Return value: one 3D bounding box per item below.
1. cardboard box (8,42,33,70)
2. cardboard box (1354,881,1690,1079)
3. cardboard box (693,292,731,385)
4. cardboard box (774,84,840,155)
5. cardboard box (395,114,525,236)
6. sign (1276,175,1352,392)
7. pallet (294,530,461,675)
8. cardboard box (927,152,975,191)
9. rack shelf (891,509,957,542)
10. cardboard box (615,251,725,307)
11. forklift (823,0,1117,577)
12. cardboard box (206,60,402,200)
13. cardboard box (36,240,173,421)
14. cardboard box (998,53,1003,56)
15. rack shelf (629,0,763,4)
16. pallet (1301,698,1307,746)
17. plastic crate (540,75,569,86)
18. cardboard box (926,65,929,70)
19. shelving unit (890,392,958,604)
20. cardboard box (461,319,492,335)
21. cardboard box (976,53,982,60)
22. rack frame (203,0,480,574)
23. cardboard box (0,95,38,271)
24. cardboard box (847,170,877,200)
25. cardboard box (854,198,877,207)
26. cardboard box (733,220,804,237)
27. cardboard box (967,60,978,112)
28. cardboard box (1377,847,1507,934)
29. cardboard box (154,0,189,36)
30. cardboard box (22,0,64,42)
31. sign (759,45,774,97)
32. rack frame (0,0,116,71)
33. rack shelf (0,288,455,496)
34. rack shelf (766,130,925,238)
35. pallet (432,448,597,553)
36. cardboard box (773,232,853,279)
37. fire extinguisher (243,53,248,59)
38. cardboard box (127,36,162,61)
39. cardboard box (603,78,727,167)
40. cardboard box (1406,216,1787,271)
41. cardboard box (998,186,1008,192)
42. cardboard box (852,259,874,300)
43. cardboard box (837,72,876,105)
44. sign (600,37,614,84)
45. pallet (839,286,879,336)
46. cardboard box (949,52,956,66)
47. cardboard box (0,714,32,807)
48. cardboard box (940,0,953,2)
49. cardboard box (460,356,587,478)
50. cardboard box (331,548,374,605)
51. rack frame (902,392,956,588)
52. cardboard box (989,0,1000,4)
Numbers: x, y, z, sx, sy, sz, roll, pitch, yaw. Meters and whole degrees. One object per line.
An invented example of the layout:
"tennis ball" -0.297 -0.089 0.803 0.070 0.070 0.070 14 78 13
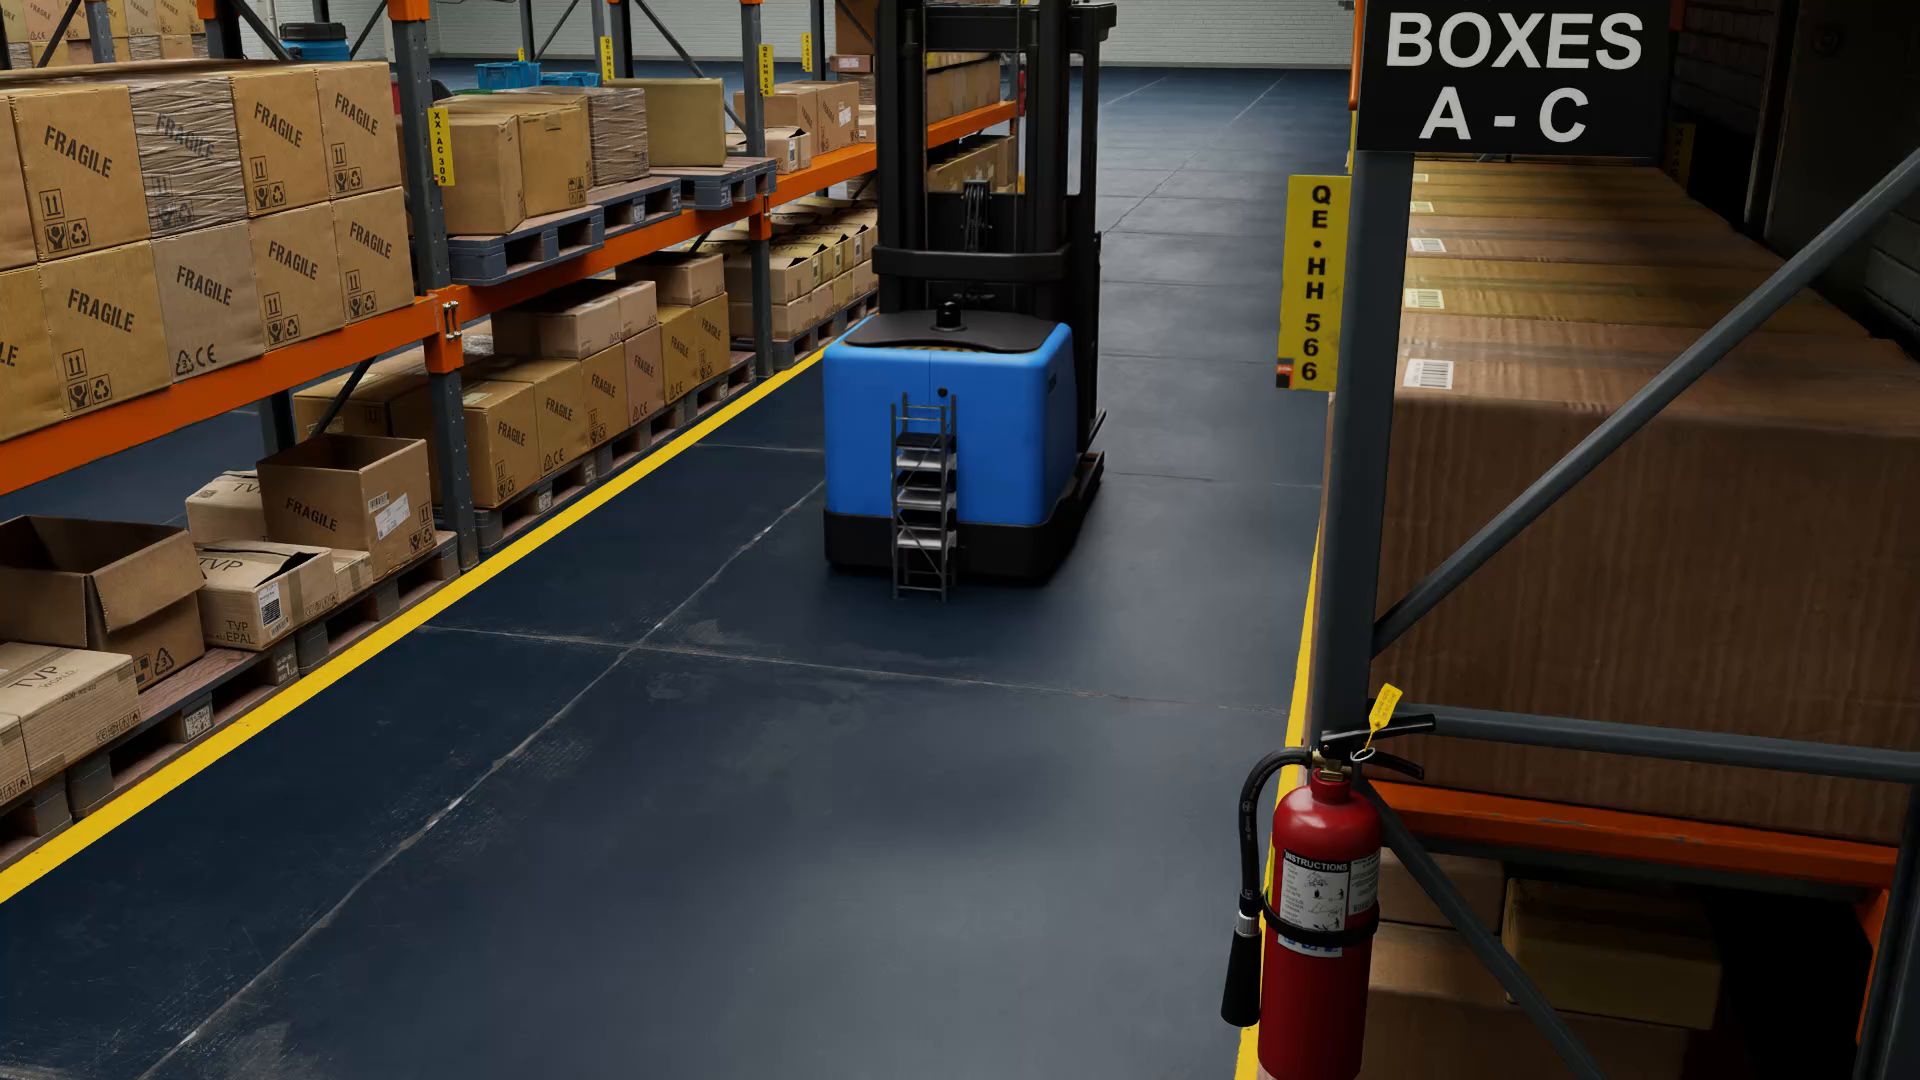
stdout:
"cardboard box" -10.246 -4.938 17.388 0.875 0.500 0.500 5 19 13
"cardboard box" 1.136 1.078 3.608 0.700 0.500 0.500 5 19 13
"cardboard box" -1.789 -1.290 10.510 0.500 0.500 0.500 5 20 16
"cardboard box" -1.265 -3.316 13.100 0.500 0.500 0.500 5 19 13
"cardboard box" -2.433 -1.699 7.718 0.700 0.500 0.500 -2 19 -5
"sign" 0.539 -0.386 2.519 0.100 0.325 0.005 5 19 13
"pallet" -2.934 0.212 7.240 1.003 0.211 1.213 5 19 13
"cardboard box" -0.150 -3.516 16.286 0.500 0.500 0.500 5 19 13
"rack shelf" -0.158 -0.069 7.378 0.258 0.077 0.200 4 19 11
"cardboard box" -1.799 -1.627 10.336 0.500 0.250 0.500 5 20 15
"forklift" 0.179 -1.660 8.512 1.130 2.935 3.031 4 19 11
"cardboard box" -2.638 -1.664 6.717 0.500 0.500 0.500 5 19 14
"cardboard box" -3.009 -0.710 5.471 0.500 0.500 0.500 5 19 14
"cardboard box" 0.258 -5.303 17.915 0.380 0.149 0.250 4 19 12
"rack shelf" -1.300 -4.282 12.556 1.077 0.370 4.000 5 19 13
"pallet" 1.777 0.619 6.048 1.003 0.211 1.213 5 19 13
"plastic crate" -4.632 -5.022 18.480 0.499 0.251 0.408 5 19 13
"cardboard box" -0.496 -4.332 15.071 0.380 0.149 0.250 5 19 14
"shelving unit" -0.158 -0.185 7.338 0.258 0.900 0.210 4 19 11
"cardboard box" -2.549 -0.996 9.650 0.500 0.500 0.500 4 19 12
"cardboard box" 0.006 -4.980 16.968 0.380 0.149 0.250 5 20 15
"rack frame" -2.765 -1.323 7.419 1.000 3.000 0.127 5 19 13
"cardboard box" -3.131 -1.028 4.856 0.500 0.500 0.500 5 19 14
"cardboard box" -0.776 -3.401 15.948 0.500 0.500 0.500 5 19 13
"cardboard box" -0.632 -2.843 14.608 0.500 0.311 0.500 5 19 13
"cardboard box" -1.528 -2.401 13.313 0.500 0.311 0.500 5 20 15
"cardboard box" -0.211 -4.666 17.052 0.700 0.500 0.500 5 19 14
"cardboard box" 0.990 0.716 3.663 0.380 0.149 0.250 4 19 13
"cardboard box" -9.450 -6.179 19.477 0.500 0.500 0.500 5 19 13
"cardboard box" -9.939 -5.553 17.641 0.500 0.500 0.500 5 19 13
"sign" -1.260 -3.047 10.798 0.100 0.325 0.005 5 19 13
"rack frame" -6.591 -2.969 12.238 1.000 3.000 0.127 5 19 13
"rack shelf" -3.254 -0.355 5.700 1.077 0.370 4.000 5 19 13
"rack shelf" -1.300 -2.863 13.041 1.077 0.370 4.000 5 19 13
"pallet" -2.603 -0.261 8.625 1.003 0.211 1.213 5 19 13
"cardboard box" -1.128 -2.205 12.740 0.500 0.311 0.500 4 19 12
"fire extinguisher" -8.964 -5.830 20.736 0.296 0.674 0.183 5 19 13
"cardboard box" -9.770 -5.566 19.227 0.875 0.500 0.500 5 19 13
"cardboard box" -1.833 -2.616 10.402 0.700 0.500 0.500 -2 19 -5
"cardboard box" 1.539 -0.449 4.396 0.980 0.700 0.700 4 19 11
"cardboard box" 0.211 -3.632 17.785 0.500 0.250 0.500 5 19 13
"cardboard box" -1.007 -2.097 13.289 0.500 0.250 0.500 5 20 14
"cardboard box" -0.709 -4.017 15.153 0.700 0.500 0.500 4 19 12
"sign" -2.327 -3.167 11.028 0.100 0.325 0.005 5 19 13
"pallet" -1.249 -1.893 13.403 1.003 0.211 1.213 5 19 13
"cardboard box" -0.246 -4.657 16.024 0.380 0.149 0.250 4 19 12
"cardboard box" -3.213 0.719 5.014 0.500 0.250 0.500 5 19 13
"cardboard box" -0.463 -4.946 15.866 0.700 0.500 0.500 5 19 13
"cardboard box" -2.291 -0.648 8.631 0.500 0.500 0.500 5 19 14
"cardboard box" -2.663 0.142 6.862 0.380 0.149 0.250 5 19 13
"rack frame" -0.137 -0.218 7.432 0.240 0.900 0.006 4 19 11
"cardboard box" 0.027 -5.583 17.731 0.700 0.500 0.500 5 19 14
